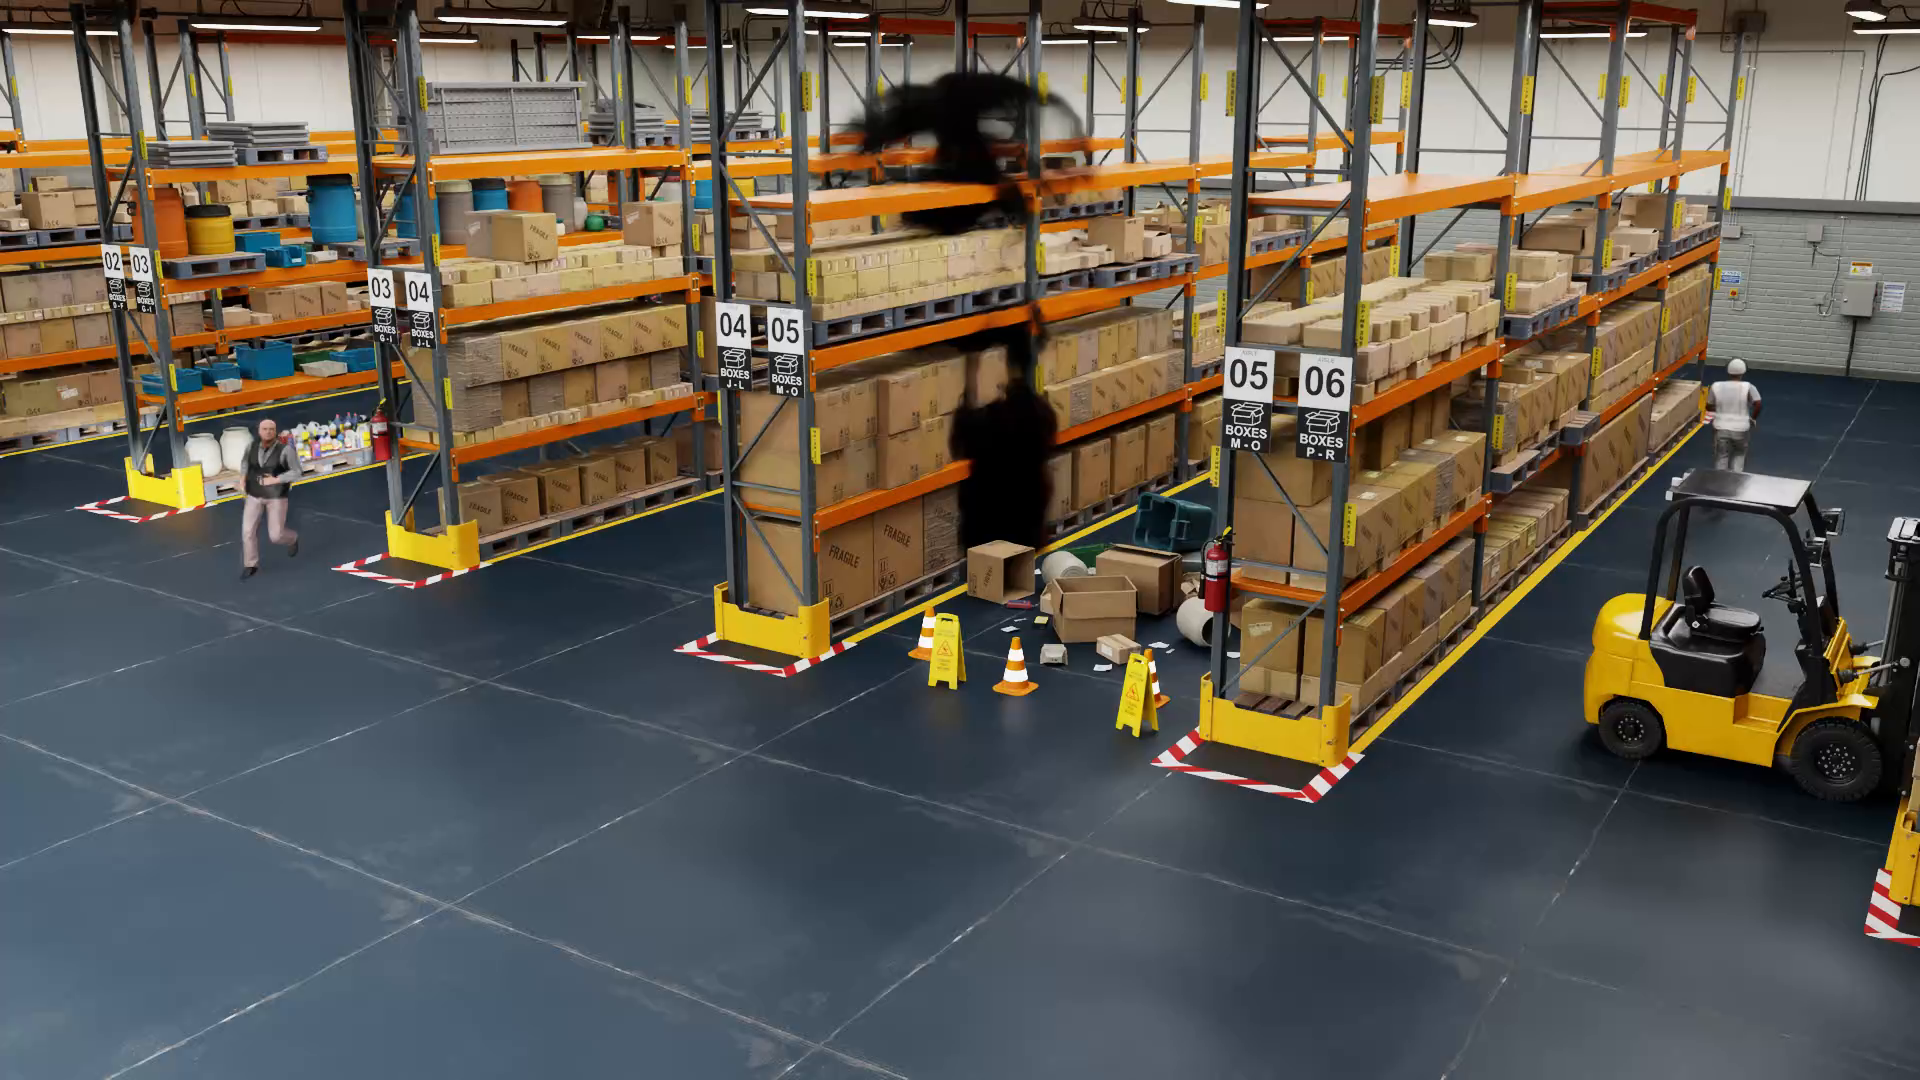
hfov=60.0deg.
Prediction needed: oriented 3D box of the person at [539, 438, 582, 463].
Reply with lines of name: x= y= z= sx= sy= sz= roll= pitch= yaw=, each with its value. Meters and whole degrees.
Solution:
person: x=-5.331 y=-1.581 z=21.841 sx=0.531 sy=1.594 sz=0.883 roll=9 pitch=18 yaw=28

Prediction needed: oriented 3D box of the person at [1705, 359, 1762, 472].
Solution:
person: x=9.685 y=-1.377 z=20.887 sx=0.655 sy=1.807 sz=0.729 roll=8 pitch=17 yaw=27

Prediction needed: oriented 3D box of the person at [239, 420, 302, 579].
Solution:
person: x=-7.406 y=-0.470 z=17.891 sx=0.688 sy=1.673 sz=0.767 roll=0 pitch=16 yaw=1

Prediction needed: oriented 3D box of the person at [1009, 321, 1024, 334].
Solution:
person: x=0.862 y=-2.539 z=25.243 sx=0.528 sy=1.714 sz=0.816 roll=9 pitch=18 yaw=28
